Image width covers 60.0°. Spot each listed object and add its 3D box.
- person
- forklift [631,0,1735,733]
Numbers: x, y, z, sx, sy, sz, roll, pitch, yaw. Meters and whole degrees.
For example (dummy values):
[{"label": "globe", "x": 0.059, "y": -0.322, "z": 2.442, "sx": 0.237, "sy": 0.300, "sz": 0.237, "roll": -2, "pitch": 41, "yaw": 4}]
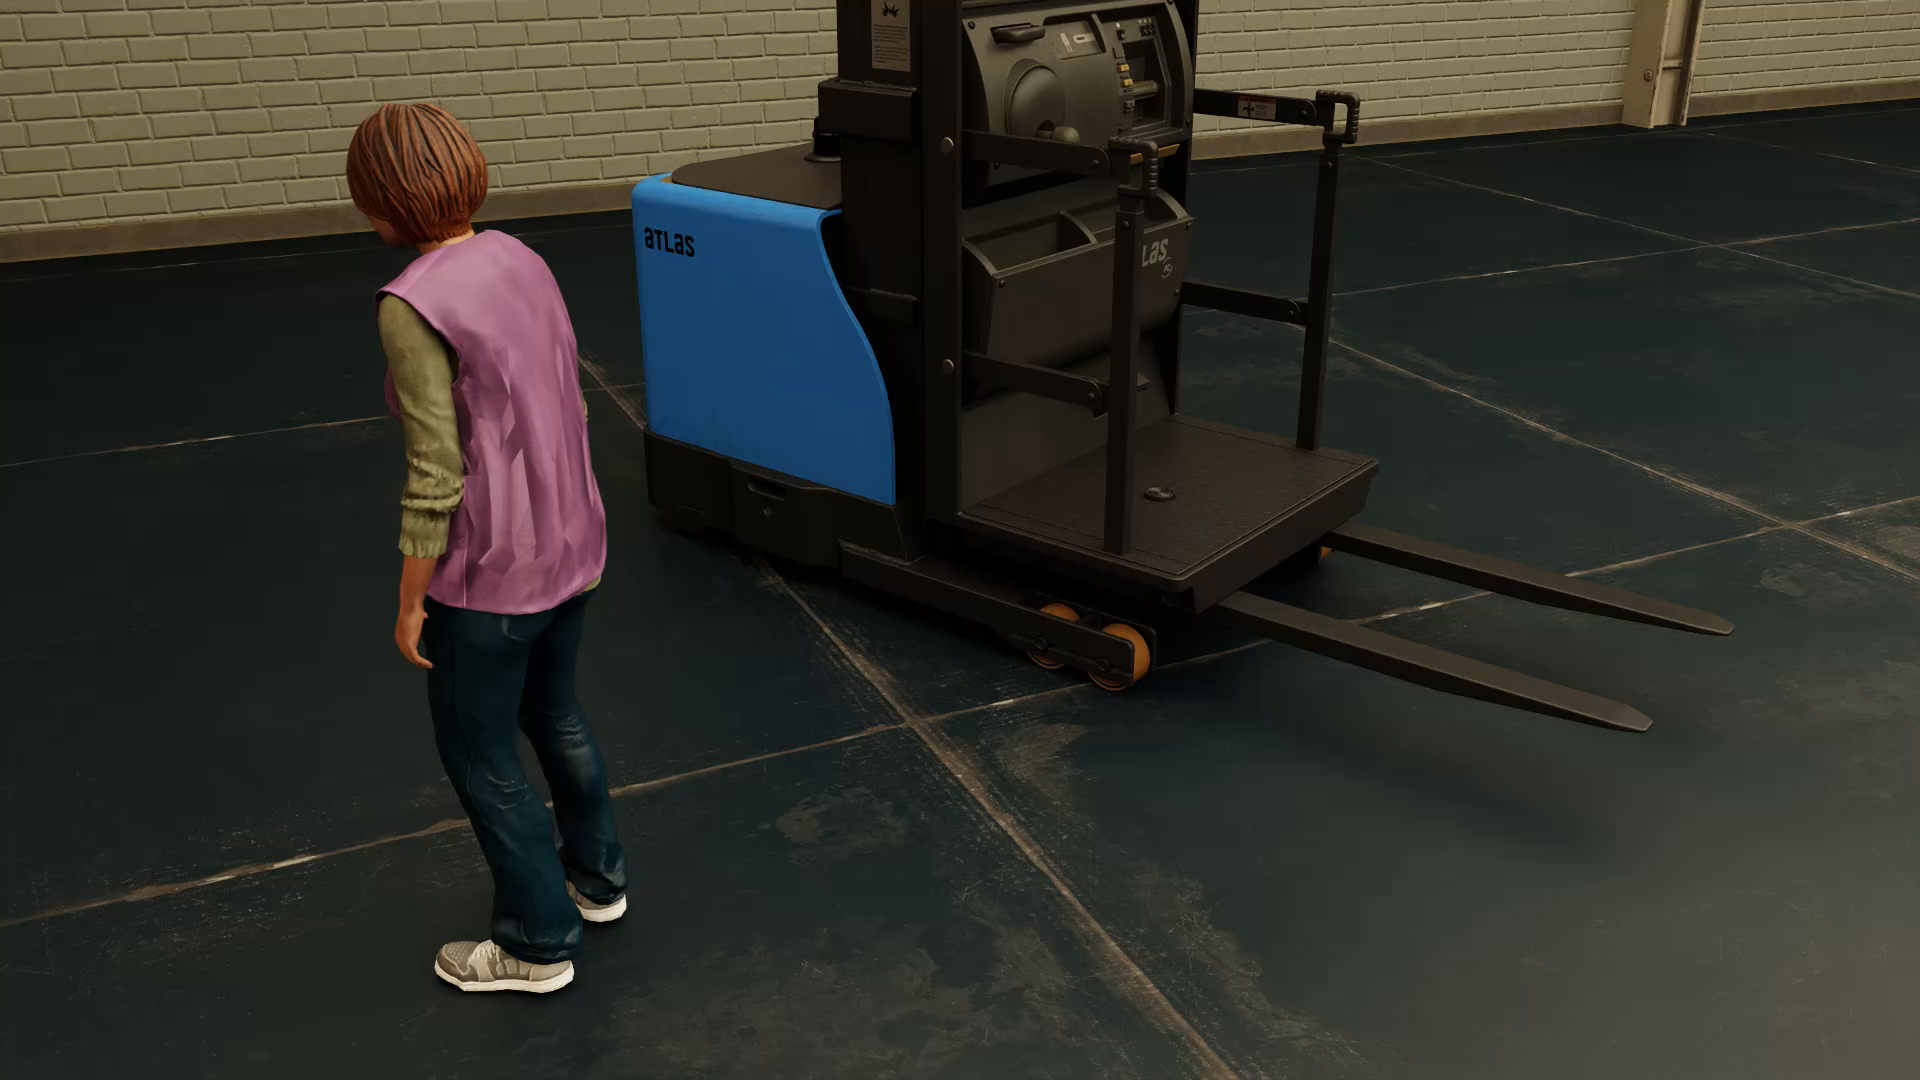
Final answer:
[{"label": "person", "x": -0.800, "y": 0.056, "z": 2.895, "sx": 0.344, "sy": 1.594, "sz": 0.465, "roll": 8, "pitch": 24, "yaw": 19}, {"label": "forklift", "x": 0.489, "y": -1.203, "z": 4.182, "sx": 3.031, "sy": 2.935, "sz": 1.130, "roll": 17, "pitch": 28, "yaw": 35}]
